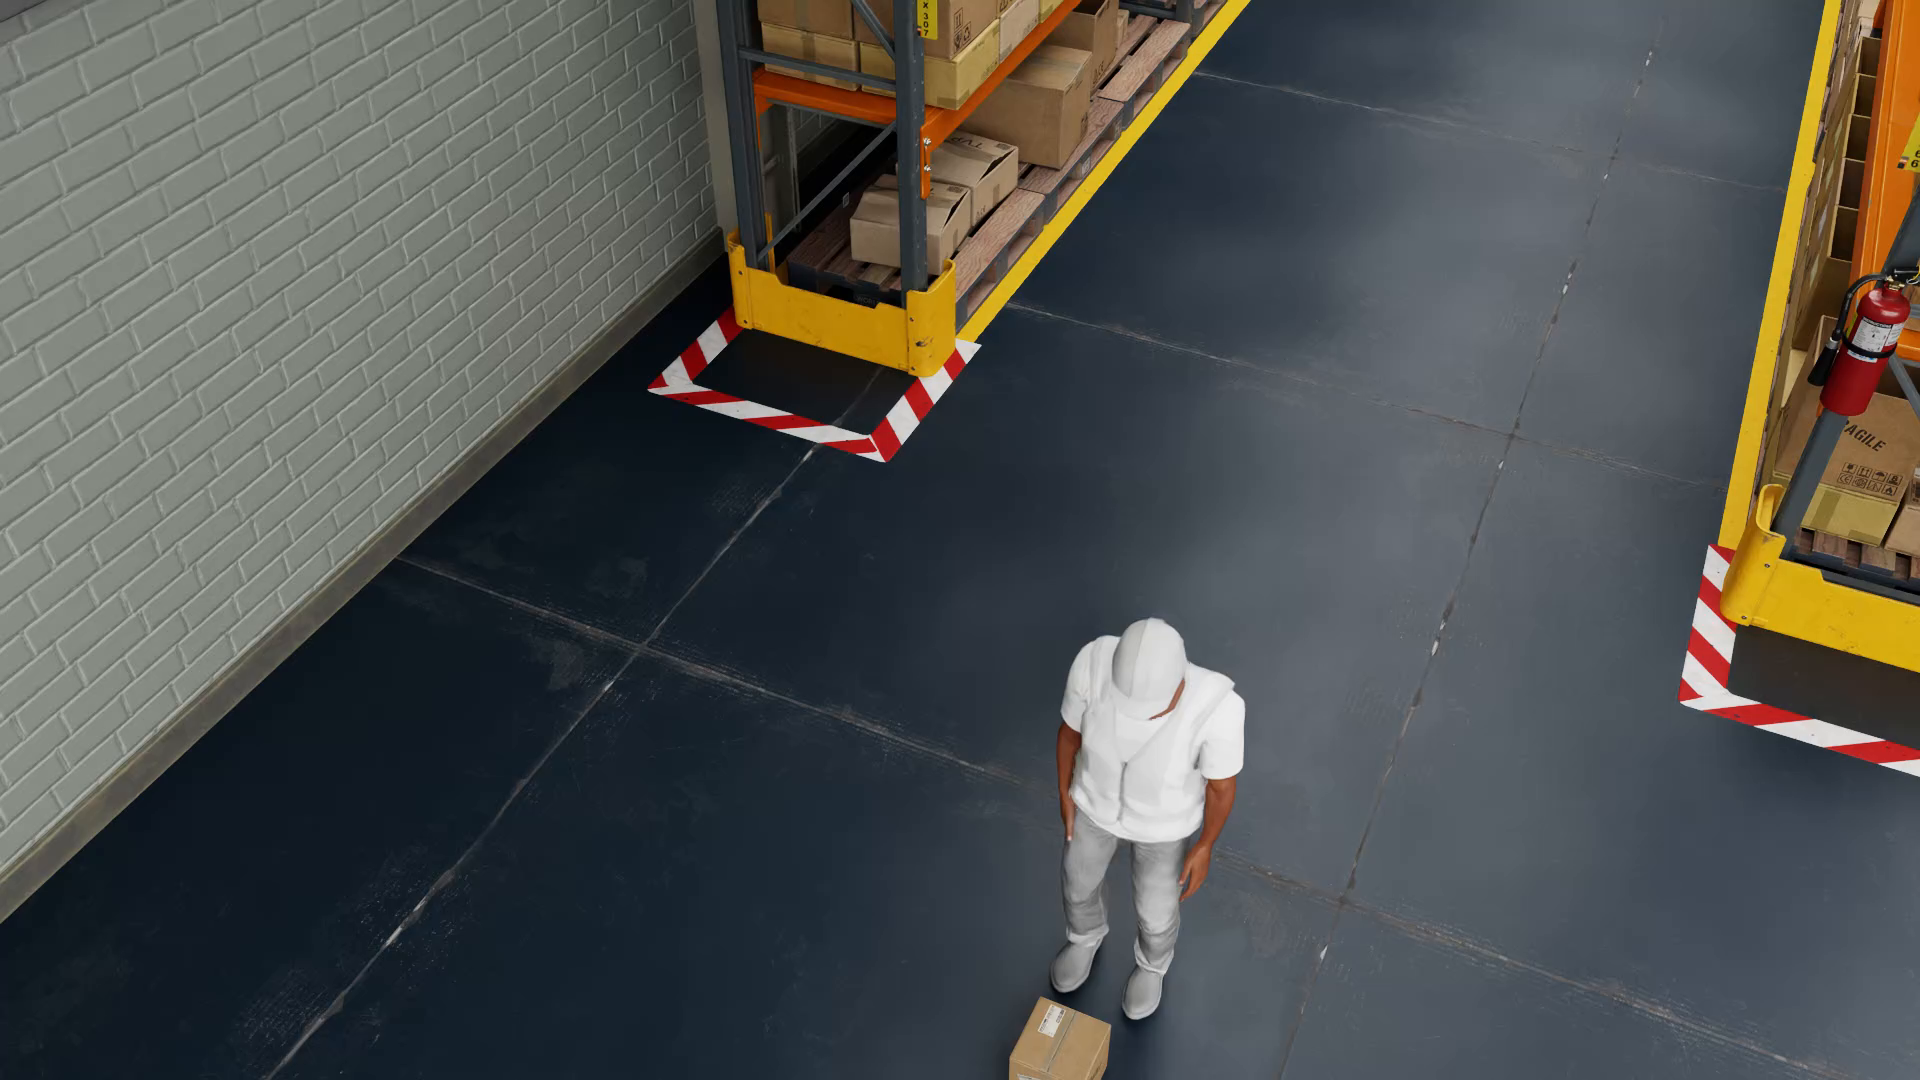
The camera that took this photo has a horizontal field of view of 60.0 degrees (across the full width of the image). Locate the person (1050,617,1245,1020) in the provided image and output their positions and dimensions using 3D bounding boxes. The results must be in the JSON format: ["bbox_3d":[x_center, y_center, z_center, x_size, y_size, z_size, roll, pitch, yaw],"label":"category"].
[{"bbox_3d":[0.554,0.860,5.200,0.581,1.739,0.409,18,45,19],"label":"person"}]
